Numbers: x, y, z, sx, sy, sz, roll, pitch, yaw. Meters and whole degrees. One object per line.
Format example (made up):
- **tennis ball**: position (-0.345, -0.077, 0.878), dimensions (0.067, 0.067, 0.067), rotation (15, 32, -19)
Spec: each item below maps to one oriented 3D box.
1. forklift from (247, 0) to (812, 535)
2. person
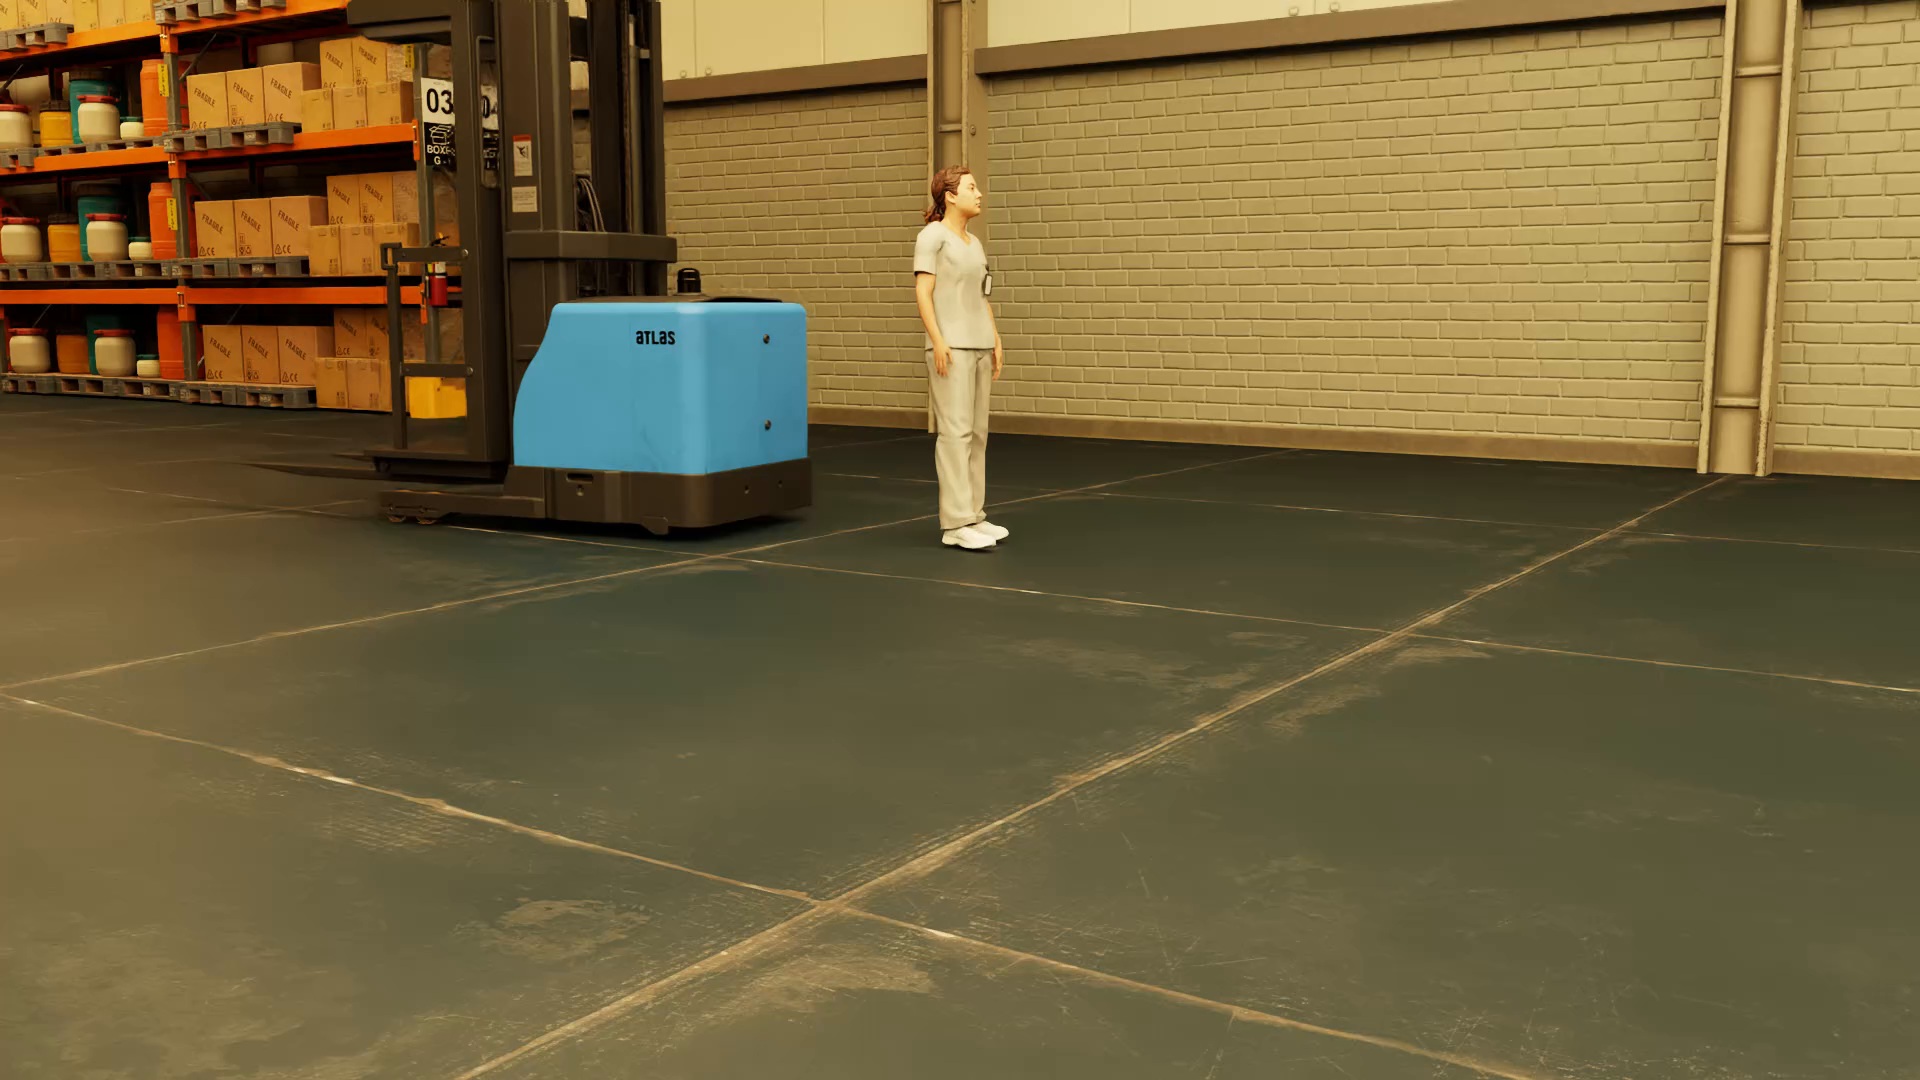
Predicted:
- **forklift**: position (-2.299, -1.588, 8.359), dimensions (3.031, 2.935, 1.130), rotation (4, 9, 25)
- **person**: position (0.054, -0.829, 7.433), dimensions (0.549, 1.675, 0.550), rotation (5, 10, 34)
